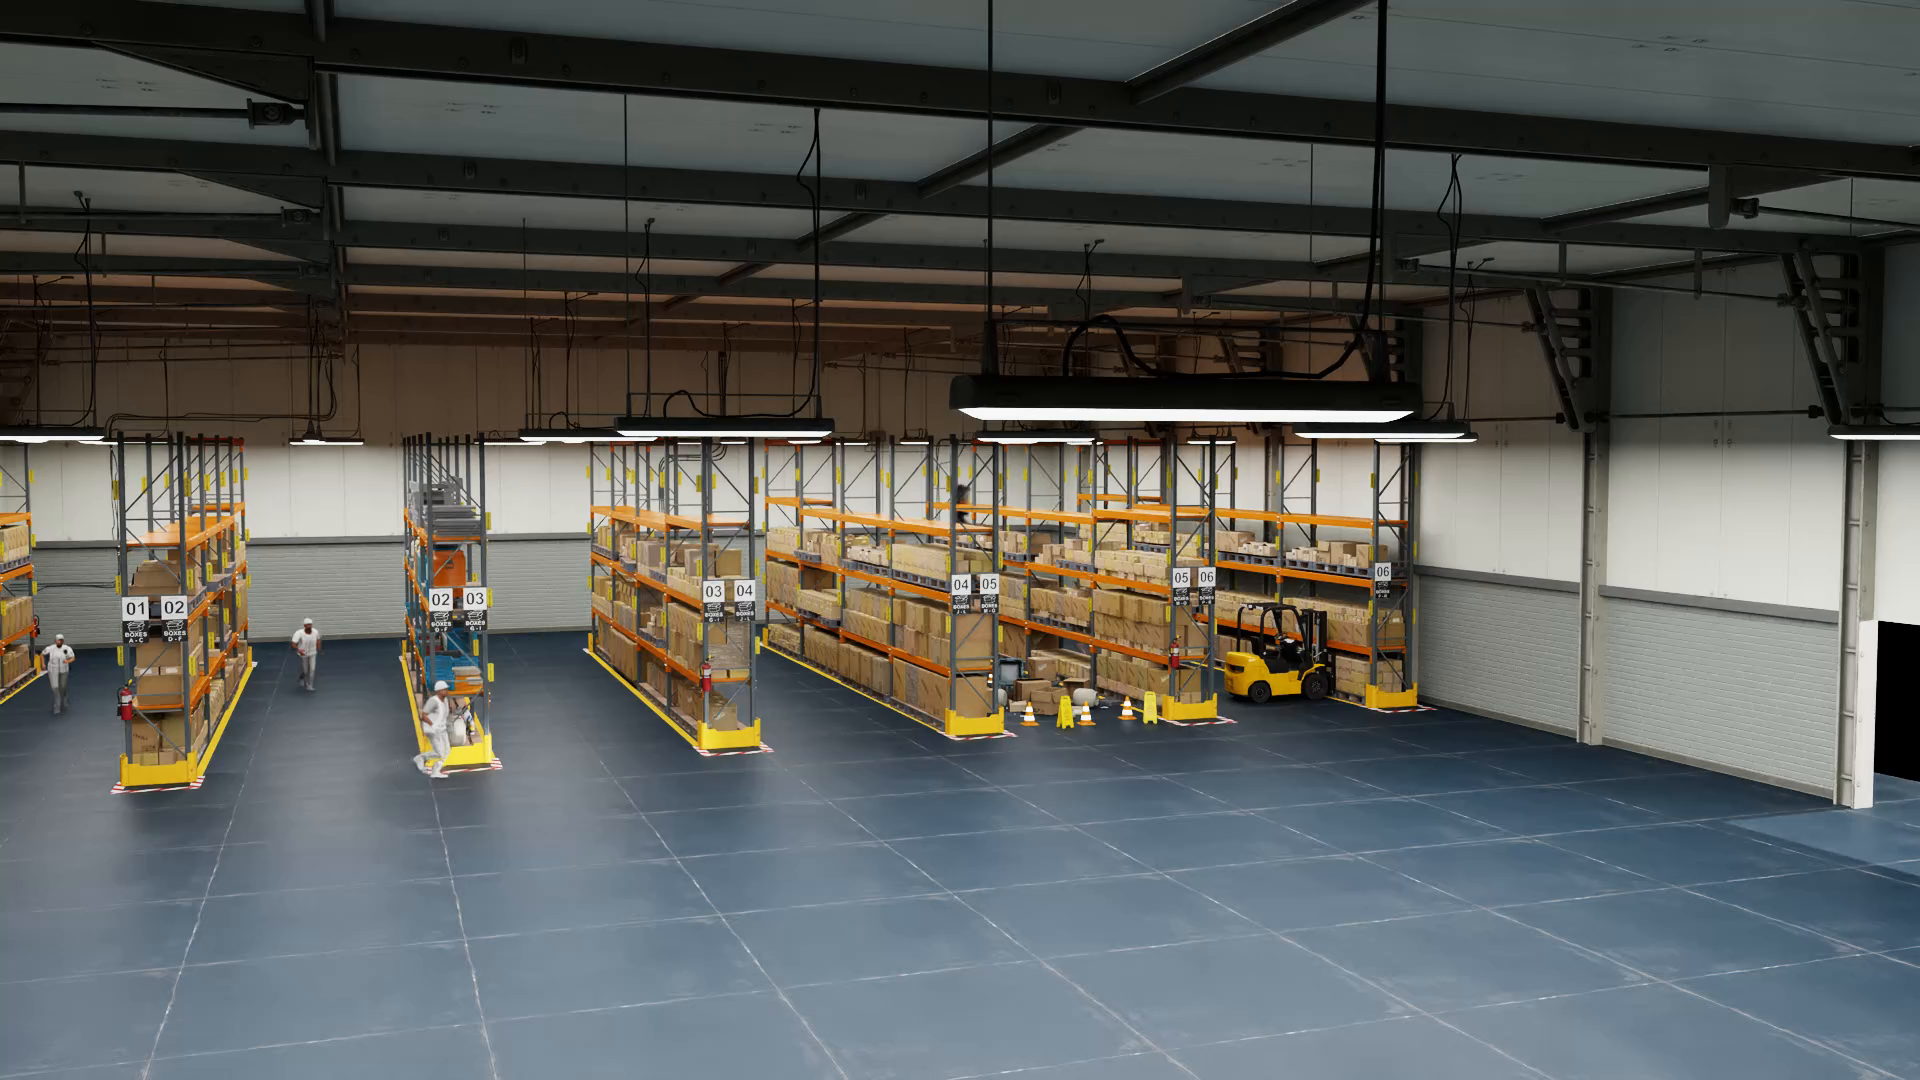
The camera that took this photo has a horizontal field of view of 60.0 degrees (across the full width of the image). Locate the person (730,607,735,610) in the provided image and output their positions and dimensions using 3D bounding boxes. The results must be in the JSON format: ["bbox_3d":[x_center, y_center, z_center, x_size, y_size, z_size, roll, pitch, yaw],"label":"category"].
[{"bbox_3d":[-6.246,2.283,47.315,0.722,1.756,0.923,-1,3,-20],"label":"person"}]

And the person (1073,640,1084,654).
[{"bbox_3d":[3.174,2.425,44.531,0.580,1.675,0.934,-1,3,-17],"label":"person"}]

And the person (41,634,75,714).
[{"bbox_3d":[-19.590,2.894,36.134,0.642,1.709,0.909,-2,4,-32],"label":"person"}]

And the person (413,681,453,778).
[{"bbox_3d":[-9.150,3.287,28.836,0.663,1.695,0.665,1,3,10],"label":"person"}]

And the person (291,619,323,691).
[{"bbox_3d":[-15.459,2.694,39.284,0.703,1.712,0.753,-3,4,-39],"label":"person"}]
